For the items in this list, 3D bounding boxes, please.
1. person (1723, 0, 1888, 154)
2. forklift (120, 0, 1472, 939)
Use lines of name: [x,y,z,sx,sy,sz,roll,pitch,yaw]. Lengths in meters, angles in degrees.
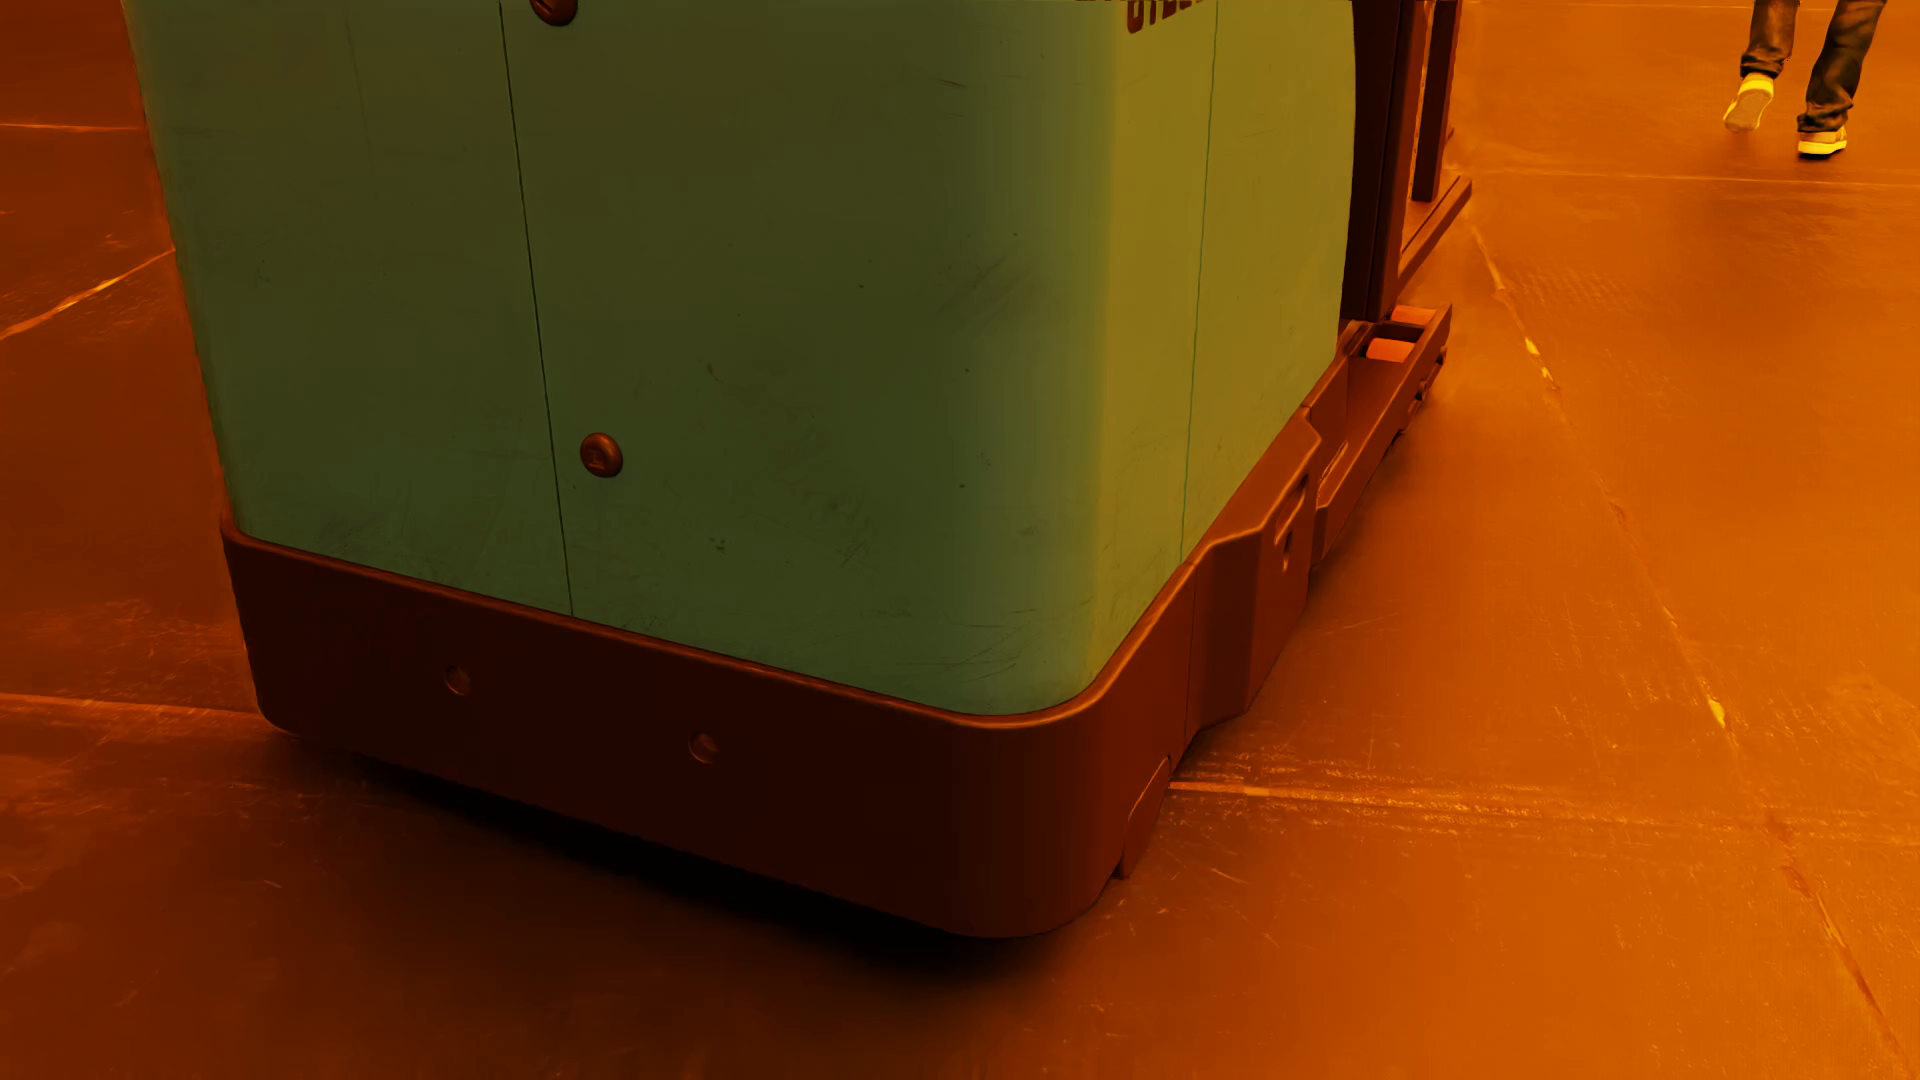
person: [2.424,-1.841,4.446,0.519,1.572,0.445,16,31,29]
forklift: [0.245,-1.564,2.352,1.130,2.935,3.031,12,29,22]
